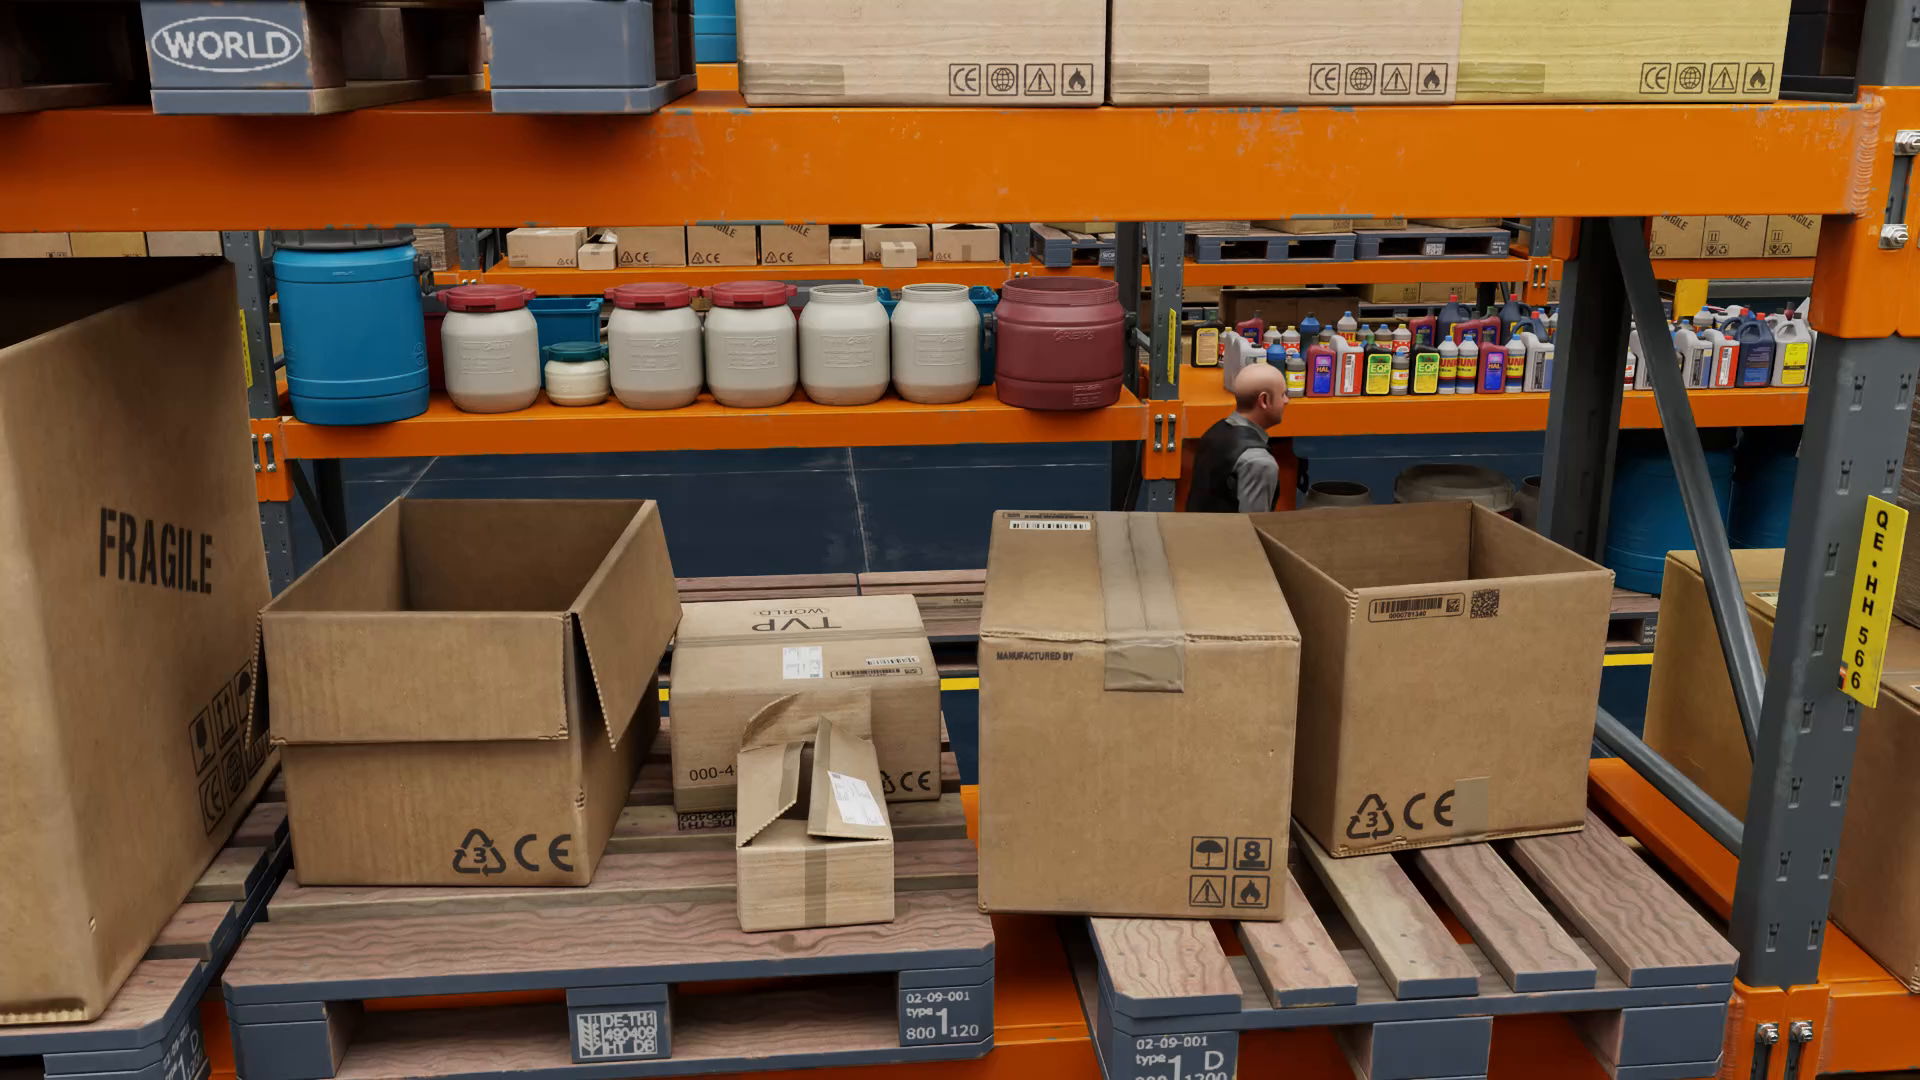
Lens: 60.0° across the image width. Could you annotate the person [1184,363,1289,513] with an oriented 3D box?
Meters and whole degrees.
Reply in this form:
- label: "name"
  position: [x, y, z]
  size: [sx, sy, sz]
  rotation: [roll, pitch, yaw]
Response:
- label: "person"
  position: [1.087, 0.162, 6.534]
  size: [0.423, 1.724, 0.563]
  rotation: [-2, 17, -7]
